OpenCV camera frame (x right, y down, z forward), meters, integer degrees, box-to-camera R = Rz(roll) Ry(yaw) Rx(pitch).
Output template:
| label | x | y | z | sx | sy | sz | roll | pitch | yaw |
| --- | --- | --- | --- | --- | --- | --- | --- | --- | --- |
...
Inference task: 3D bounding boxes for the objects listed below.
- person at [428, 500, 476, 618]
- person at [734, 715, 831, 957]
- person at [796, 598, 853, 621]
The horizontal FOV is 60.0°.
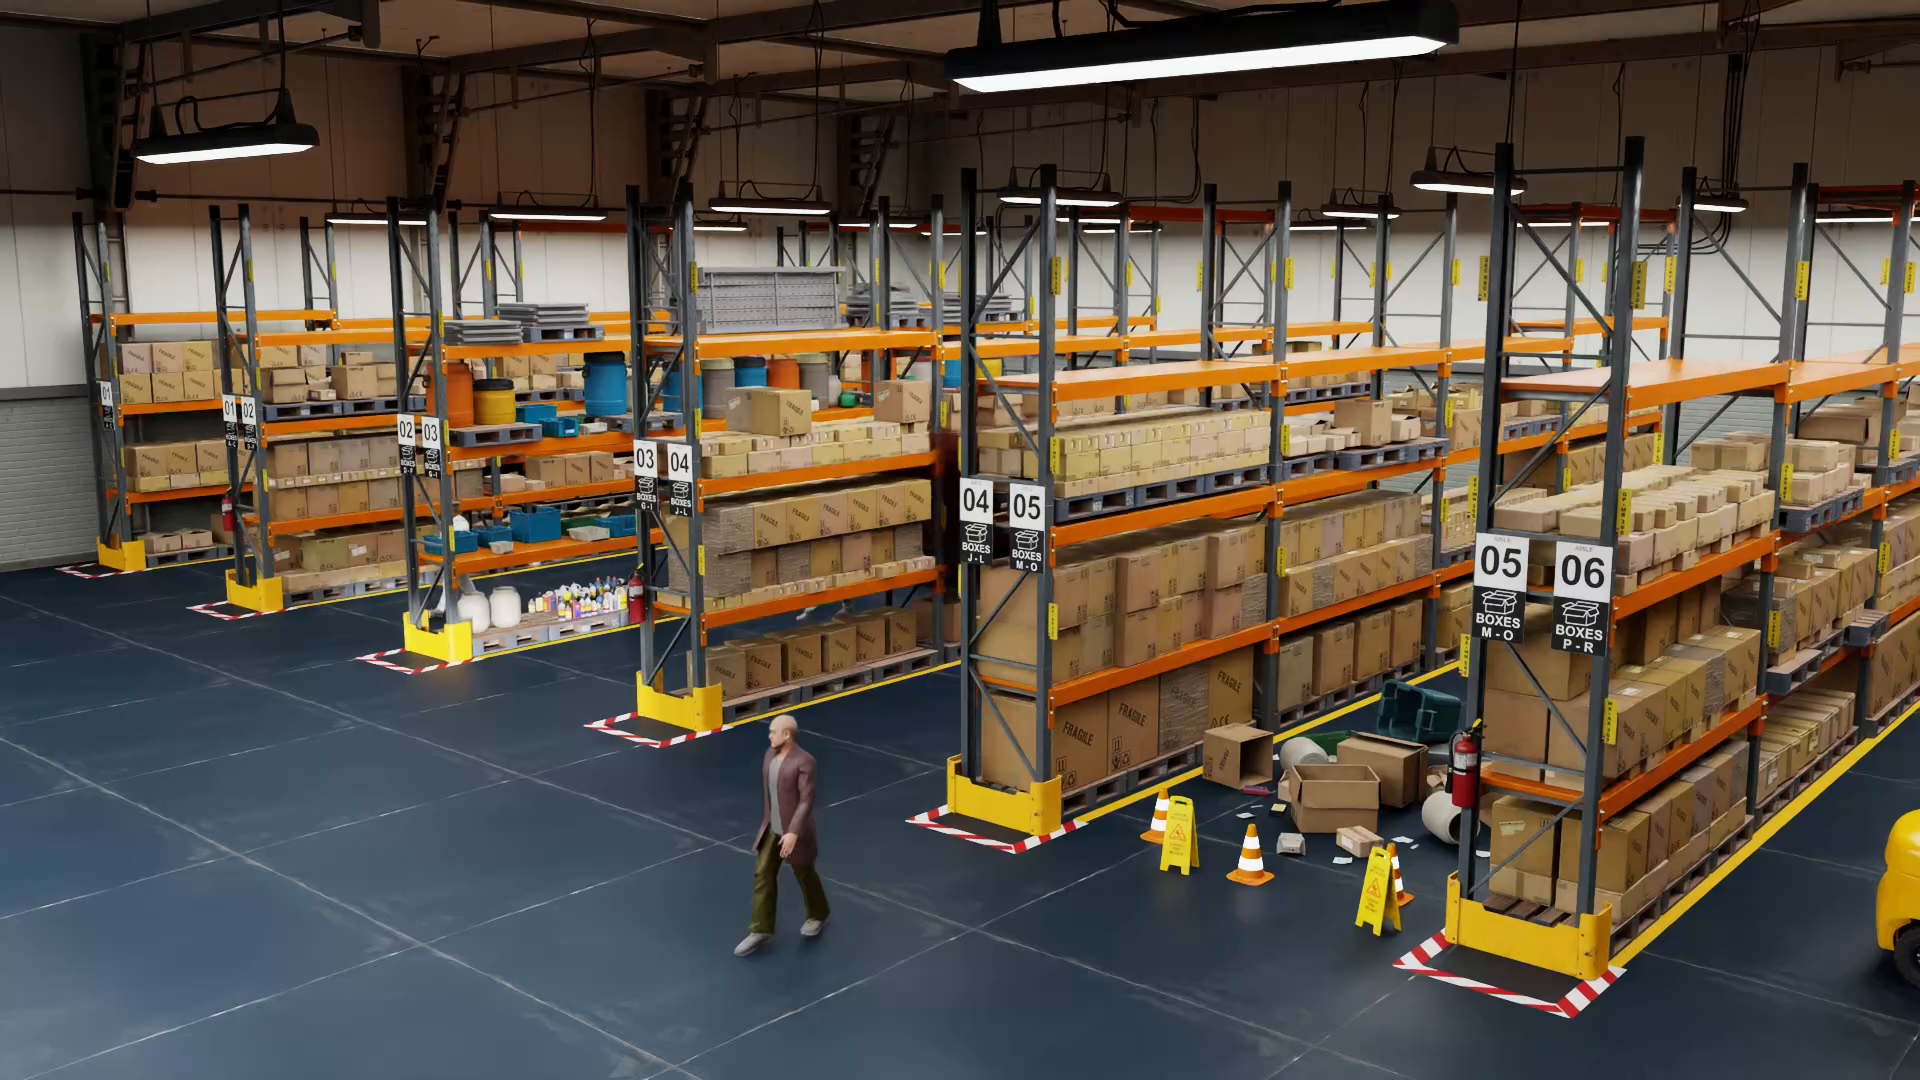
| label | x | y | z | sx | sy | sz | roll | pitch | yaw |
| --- | --- | --- | --- | --- | --- | --- | --- | --- | --- |
| person | -7.500 | 0.264 | 24.446 | 0.955 | 1.708 | 0.593 | -8 | 12 | -40 |
| person | -1.363 | 2.210 | 12.654 | 0.624 | 1.769 | 0.895 | 7 | 12 | 38 |
| person | -1.811 | 0.225 | 22.757 | 0.581 | 1.716 | 0.973 | 5 | 11 | 27 |
